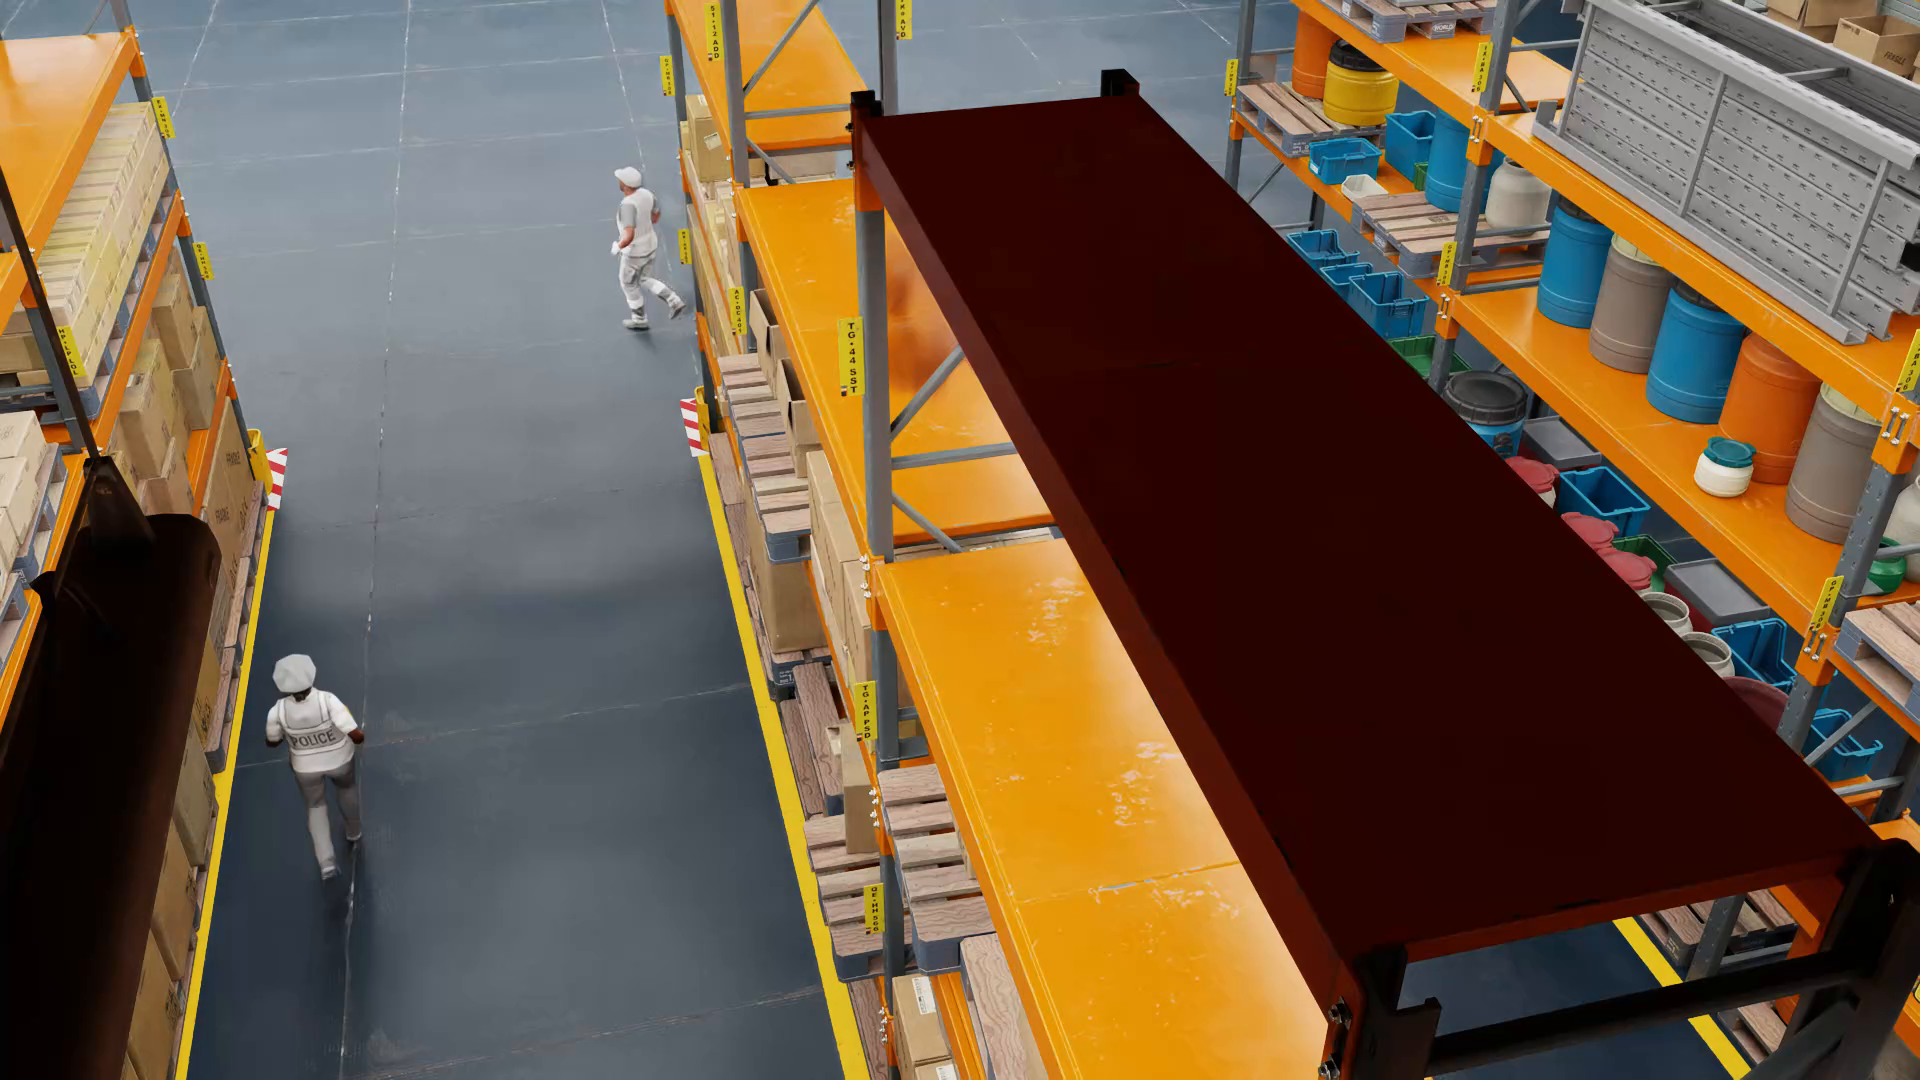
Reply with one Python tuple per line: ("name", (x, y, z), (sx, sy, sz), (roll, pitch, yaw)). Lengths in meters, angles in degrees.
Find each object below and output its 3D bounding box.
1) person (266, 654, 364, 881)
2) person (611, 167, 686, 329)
("person", (-4.029, 1.408, 10.550), (0.569, 1.669, 0.851), (-10, 36, -15))
("person", (-3.199, -2.913, 16.798), (0.718, 1.771, 0.683), (13, 36, 18))
